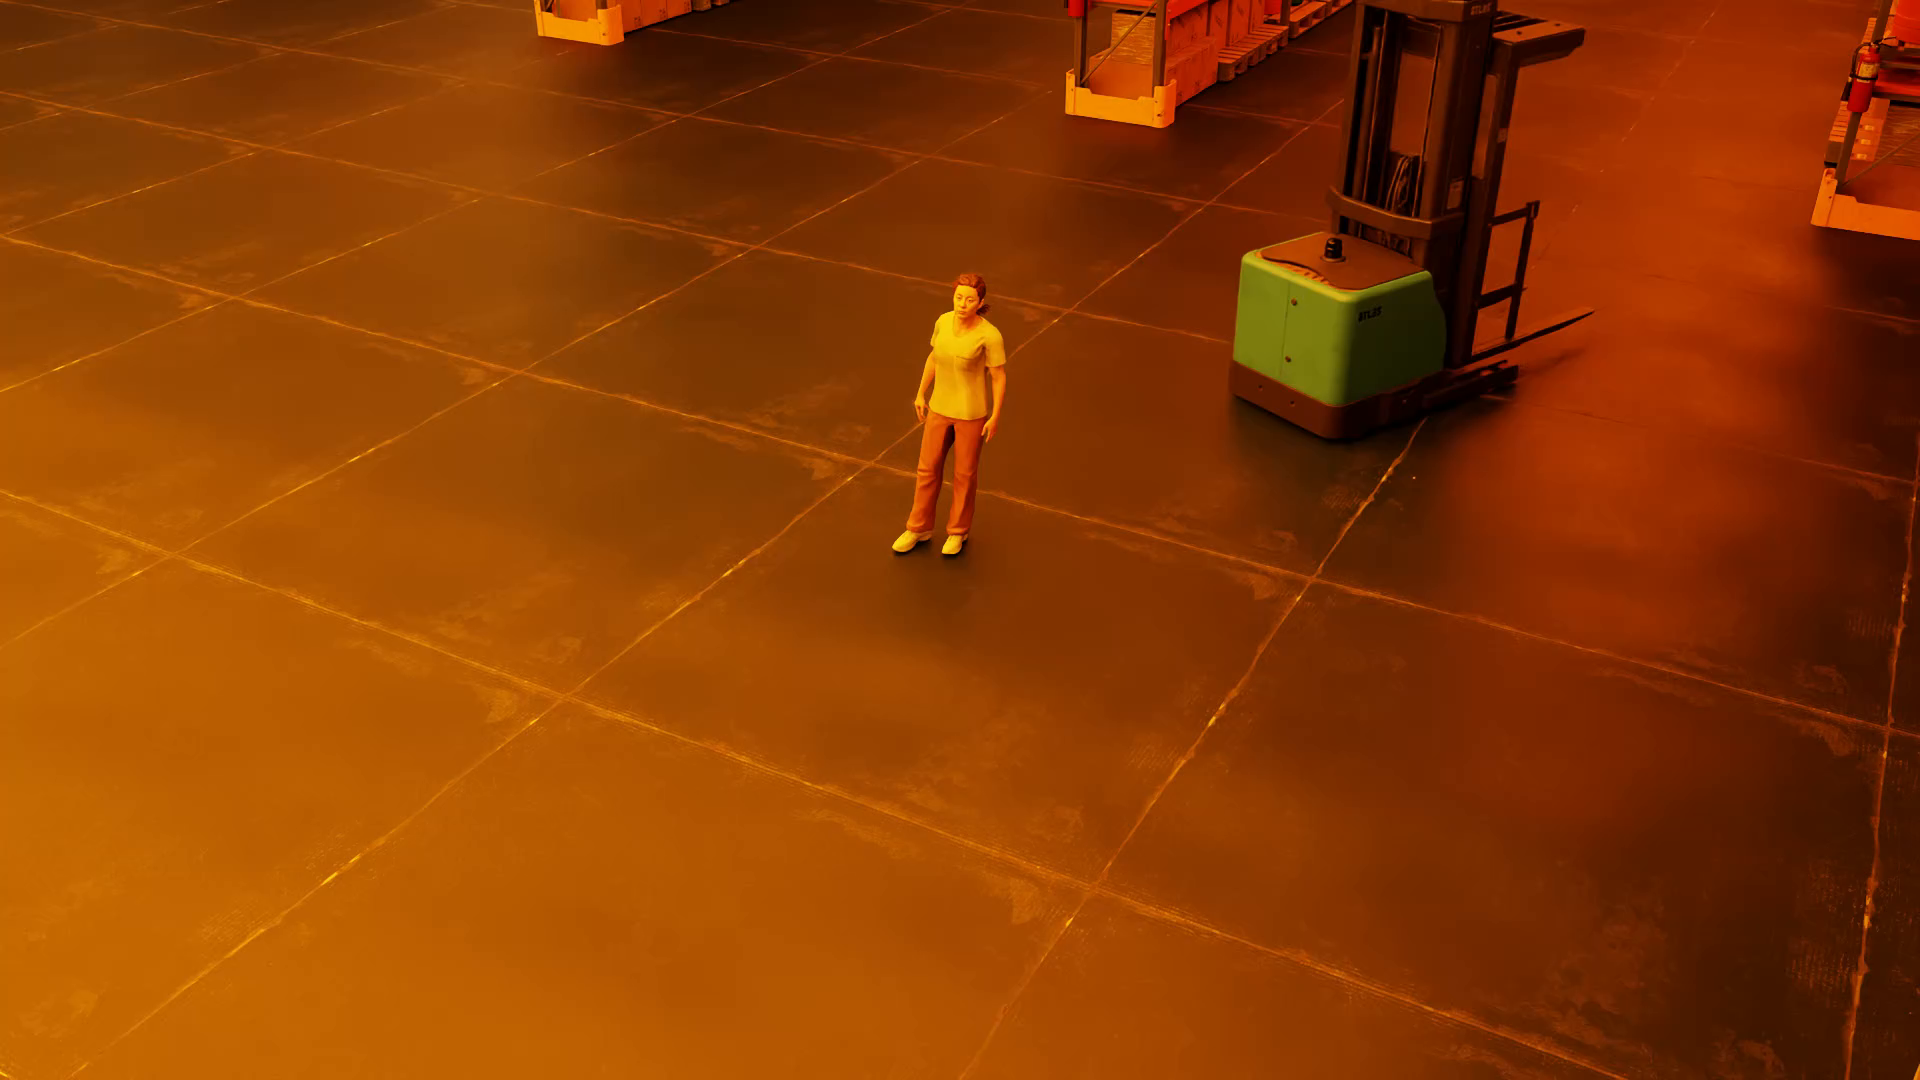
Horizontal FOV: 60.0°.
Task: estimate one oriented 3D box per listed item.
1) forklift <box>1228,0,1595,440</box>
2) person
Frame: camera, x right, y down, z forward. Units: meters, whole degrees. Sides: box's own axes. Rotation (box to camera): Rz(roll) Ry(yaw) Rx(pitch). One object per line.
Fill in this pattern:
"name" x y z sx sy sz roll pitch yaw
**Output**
"forklift" 3.378 -2.509 11.417 3.031 2.935 1.130 -20 35 -30
"person" -0.046 -0.703 9.530 0.553 1.675 0.549 15 33 25
